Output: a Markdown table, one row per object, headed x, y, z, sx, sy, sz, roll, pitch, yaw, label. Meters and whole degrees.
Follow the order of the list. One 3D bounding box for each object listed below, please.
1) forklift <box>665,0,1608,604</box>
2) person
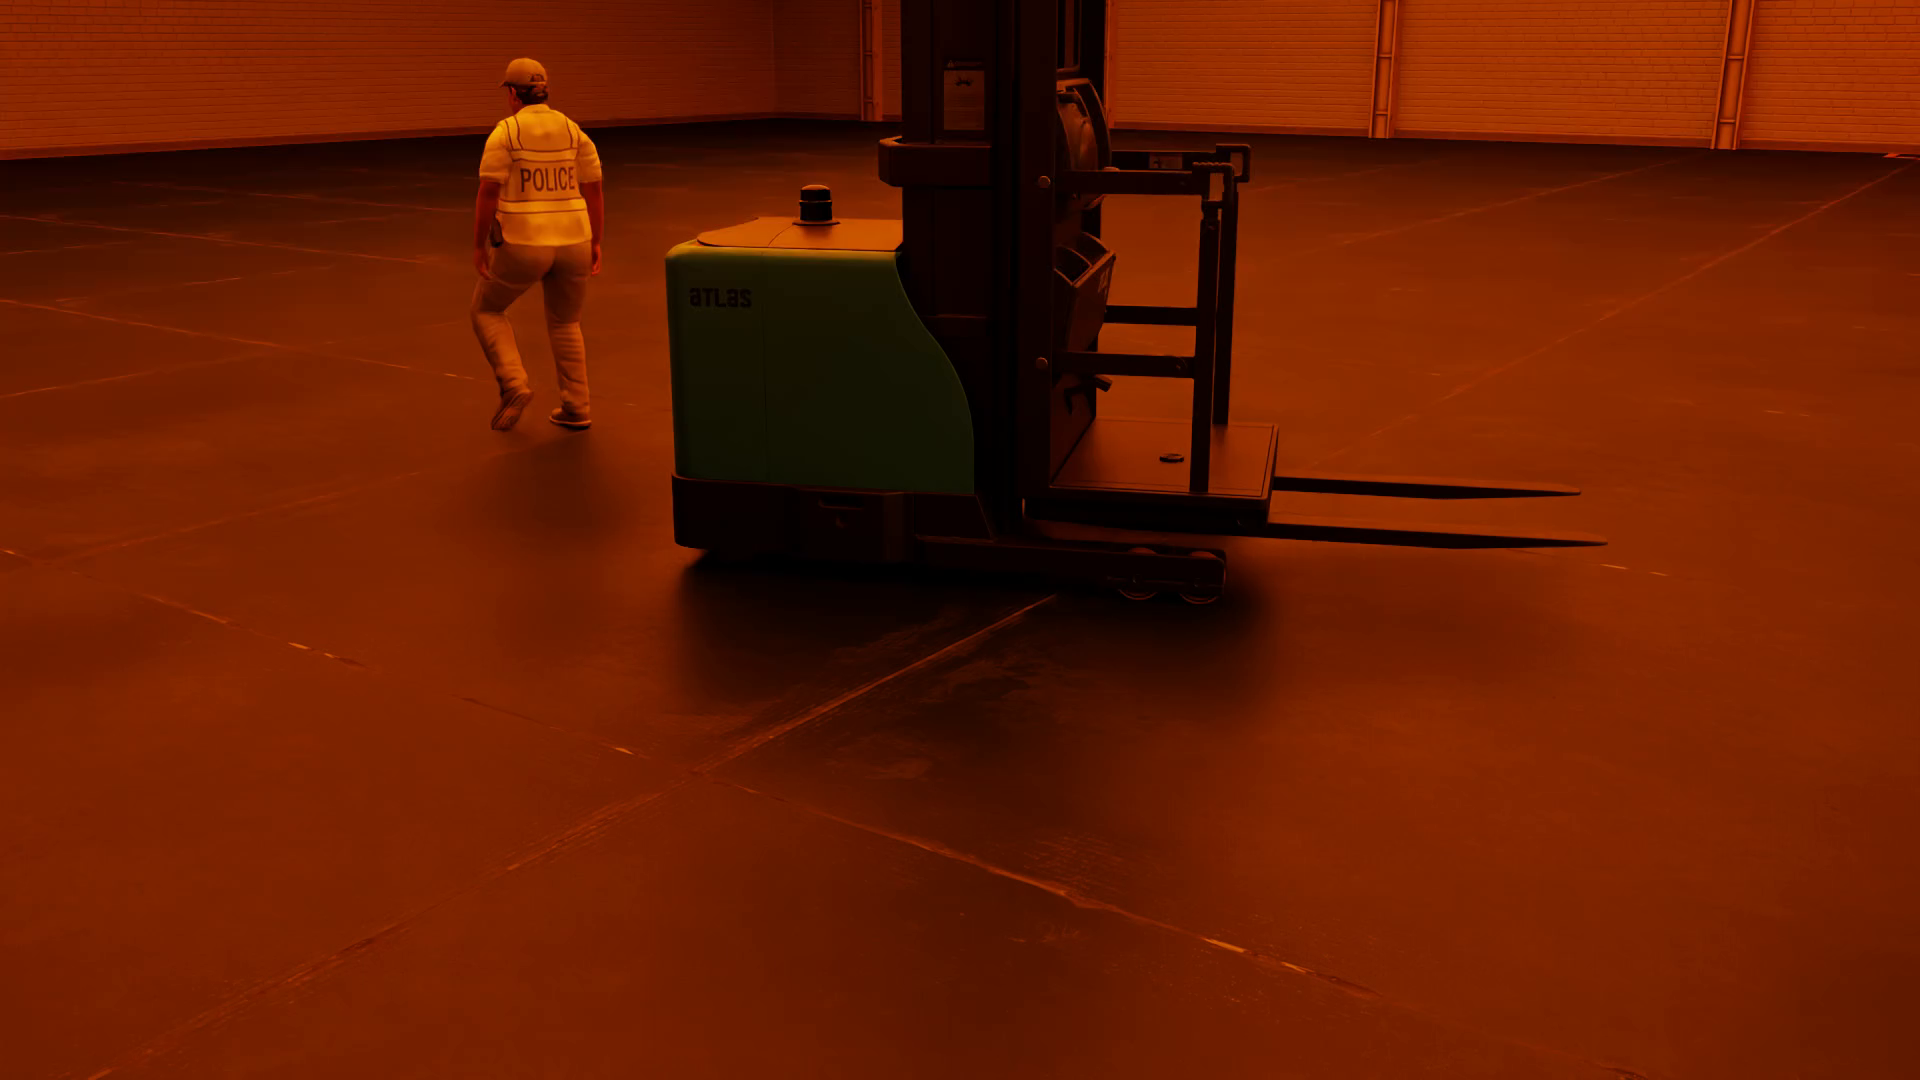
| x | y | z | sx | sy | sz | roll | pitch | yaw | label |
| --- | --- | --- | --- | --- | --- | --- | --- | --- | --- |
| 0.595 | -1.367 | 5.404 | 3.031 | 2.935 | 1.130 | 4 | 17 | 12 | forklift |
| -1.924 | -1.319 | 7.518 | 0.592 | 1.659 | 0.490 | -13 | 21 | -37 | person |
